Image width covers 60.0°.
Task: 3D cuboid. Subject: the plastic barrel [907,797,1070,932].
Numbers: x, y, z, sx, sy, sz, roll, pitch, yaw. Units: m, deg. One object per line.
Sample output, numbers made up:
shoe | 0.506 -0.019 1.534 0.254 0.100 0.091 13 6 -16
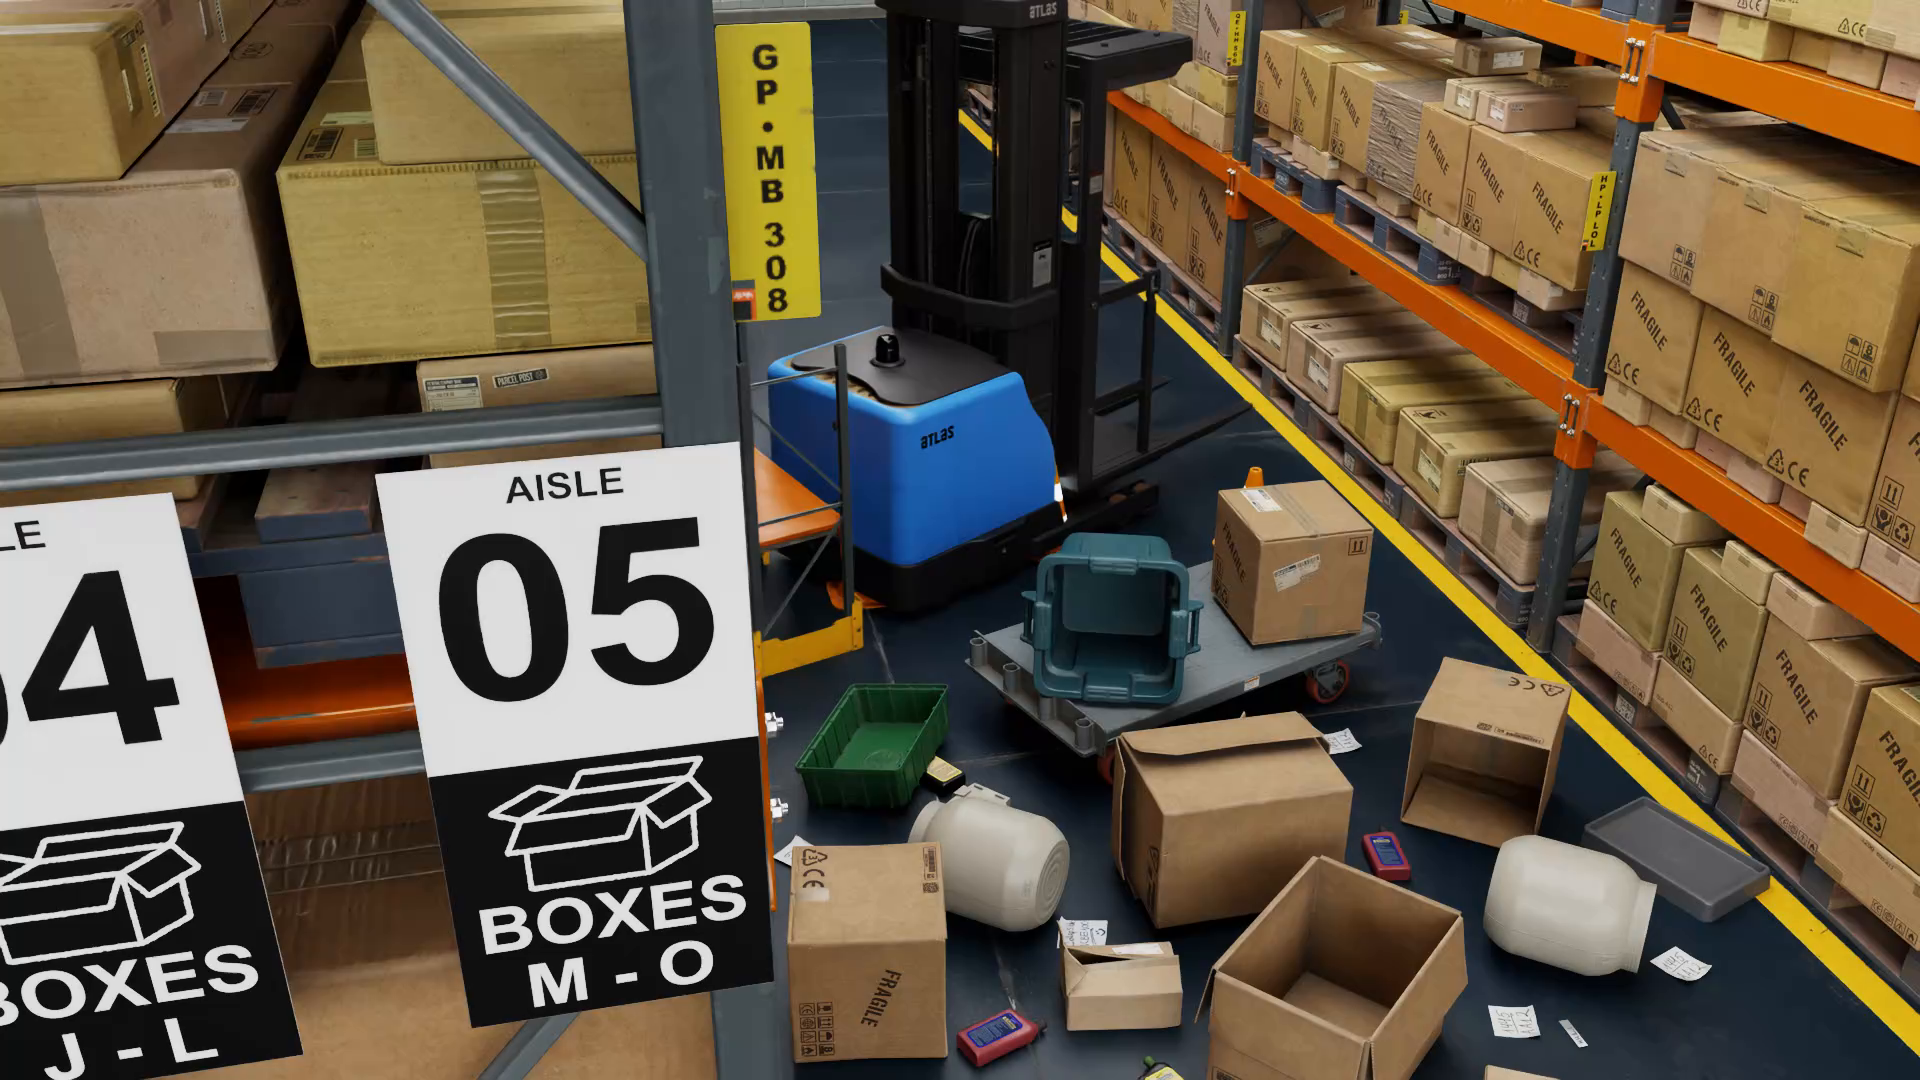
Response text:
plastic barrel | 0.099 1.157 5.987 0.512 0.421 0.421 13 30 24

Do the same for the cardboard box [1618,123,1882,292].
cardboard box | 3.036 -1.291 6.428 0.700 0.500 0.500 -6 27 -12

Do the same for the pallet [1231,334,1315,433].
pallet | 2.422 -1.050 10.596 1.003 0.211 1.213 -6 27 -12

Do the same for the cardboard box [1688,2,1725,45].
cardboard box | 2.978 -1.946 6.226 0.380 0.149 0.250 -6 27 -12

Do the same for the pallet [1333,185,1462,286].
pallet | 2.733 -1.688 8.977 1.003 0.211 1.213 -6 27 -12

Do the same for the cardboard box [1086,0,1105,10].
cardboard box | 1.306 -4.442 13.001 0.500 0.500 0.500 -6 27 -12

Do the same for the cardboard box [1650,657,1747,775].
cardboard box | 3.150 0.678 6.664 0.500 0.250 0.500 -4 27 -9

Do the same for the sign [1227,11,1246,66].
sign | 1.707 -3.097 10.272 0.100 0.325 0.005 -6 27 -12

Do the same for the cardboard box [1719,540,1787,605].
cardboard box | 3.106 0.106 6.244 0.380 0.149 0.250 -5 27 -10

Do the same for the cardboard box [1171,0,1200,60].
cardboard box | 1.752 -3.554 11.242 0.500 0.500 0.500 -5 27 -11

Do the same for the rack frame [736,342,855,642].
rack frame | -0.704 -0.108 7.299 0.500 1.500 0.032 -16 31 -28

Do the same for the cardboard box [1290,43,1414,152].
cardboard box | 2.247 -2.554 9.574 0.500 0.500 0.500 -5 27 -9

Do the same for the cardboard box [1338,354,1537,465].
cardboard box | 2.704 -0.747 9.351 0.950 0.372 0.625 -5 27 -10

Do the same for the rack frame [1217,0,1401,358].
rack frame | 2.247 -2.638 10.648 1.000 3.000 0.127 -6 27 -12

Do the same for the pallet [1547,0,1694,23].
pallet | 3.113 -2.419 7.093 1.213 0.211 1.003 -6 27 -12

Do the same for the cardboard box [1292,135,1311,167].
cardboard box | 2.187 -2.300 9.790 0.380 0.149 0.250 -8 28 -15

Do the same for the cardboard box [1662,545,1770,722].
cardboard box | 3.150 0.343 6.494 0.500 0.500 0.500 -5 27 -10

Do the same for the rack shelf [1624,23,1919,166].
rack shelf | 3.599 -1.022 4.915 1.077 0.370 4.000 -6 27 -12

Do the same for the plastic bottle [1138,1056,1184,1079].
plastic bottle | 0.650 1.738 5.238 0.133 0.061 0.283 -16 31 -29

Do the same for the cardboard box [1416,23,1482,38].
cardboard box | 5.325 -5.451 18.525 0.797 0.503 0.637 -7 28 -14

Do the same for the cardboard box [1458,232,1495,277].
cardboard box | 2.628 -1.382 7.973 0.380 0.149 0.250 -6 27 -12

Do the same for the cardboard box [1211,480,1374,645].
cardboard box | 1.421 0.090 7.177 0.500 0.500 0.500 -6 27 -12

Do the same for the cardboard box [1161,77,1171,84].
cardboard box | 1.636 -3.429 11.825 0.500 0.250 0.500 -7 28 -13

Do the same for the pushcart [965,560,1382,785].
pushcart | 0.938 0.542 7.257 1.648 0.377 0.936 -16 31 -29

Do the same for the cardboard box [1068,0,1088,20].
cardboard box | 1.170 -4.329 13.609 0.500 0.250 0.500 -7 28 -13

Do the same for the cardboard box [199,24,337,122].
cardboard box | -1.244 -0.622 2.584 0.500 0.250 0.500 -6 27 -11

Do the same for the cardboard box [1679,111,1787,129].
cardboard box | 3.387 -1.779 7.319 0.380 0.149 0.250 -6 27 -12

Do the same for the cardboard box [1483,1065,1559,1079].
cardboard box | 1.787 1.777 5.065 0.380 0.149 0.250 8 28 15

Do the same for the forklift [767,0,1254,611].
forklift | 0.438 -1.534 8.537 1.130 2.935 3.031 24 35 39

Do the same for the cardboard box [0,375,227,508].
cardboard box | -1.155 -0.150 2.090 0.380 0.149 0.250 -6 27 -12

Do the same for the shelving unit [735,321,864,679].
shelving unit | -0.977 -0.306 7.692 0.587 1.500 1.083 -16 31 -28

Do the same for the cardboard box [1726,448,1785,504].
cardboard box | 3.126 -0.268 6.230 0.380 0.149 0.250 -5 27 -10

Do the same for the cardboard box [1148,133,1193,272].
cardboard box | 1.975 -2.581 12.426 0.875 0.875 0.875 -6 27 -11

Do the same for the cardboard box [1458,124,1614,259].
cardboard box | 2.708 -1.644 7.771 0.500 0.500 0.500 -6 27 -11

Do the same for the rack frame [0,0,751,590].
rack frame | -0.750 -1.257 1.254 1.000 3.000 0.127 -6 27 -12

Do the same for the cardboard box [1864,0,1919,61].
cardboard box | 3.206 -1.619 5.137 0.500 0.250 0.500 -6 27 -11

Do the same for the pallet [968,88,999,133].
pallet | 0.701 -4.562 17.554 1.003 0.211 1.213 -6 27 -12

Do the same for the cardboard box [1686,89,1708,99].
cardboard box | 6.672 -3.908 14.752 0.380 0.149 0.250 -6 27 -11

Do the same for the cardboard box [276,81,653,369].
cardboard box | -0.609 -0.454 2.251 0.500 0.250 0.500 -6 27 -12

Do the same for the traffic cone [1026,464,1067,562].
traffic cone | 0.465 -0.178 8.588 0.336 0.463 0.334 -6 27 -12

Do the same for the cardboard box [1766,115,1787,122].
cardboard box | 6.905 -3.451 13.846 0.380 0.149 0.250 -7 28 -14

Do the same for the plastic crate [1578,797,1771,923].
plastic crate | 2.703 1.194 6.296 0.402 0.080 0.583 -16 31 -29

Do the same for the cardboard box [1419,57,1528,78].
cardboard box | 2.862 -2.384 9.238 0.500 0.500 0.500 -8 28 -15

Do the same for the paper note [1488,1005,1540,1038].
paper note | 1.852 1.604 5.552 0.148 0.019 0.142 3 27 6

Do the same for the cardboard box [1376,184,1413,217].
cardboard box | 2.456 -1.837 8.874 0.380 0.149 0.250 -5 27 -10

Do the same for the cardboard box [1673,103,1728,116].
cardboard box | 6.304 -3.619 14.179 0.380 0.149 0.250 -6 27 -12

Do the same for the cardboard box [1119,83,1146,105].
cardboard box | 1.509 -3.433 12.389 0.500 0.250 0.500 -6 27 -12

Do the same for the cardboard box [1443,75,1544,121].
cardboard box | 2.572 -2.136 8.025 0.380 0.149 0.250 -7 28 -14

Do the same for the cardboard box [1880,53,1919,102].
cardboard box | 3.215 -1.497 5.336 0.380 0.149 0.250 -7 28 -13

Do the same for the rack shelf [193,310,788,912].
rack shelf | -1.201 -0.475 3.832 1.077 0.370 4.000 -6 27 -12

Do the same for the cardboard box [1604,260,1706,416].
cardboard box | 2.976 -0.838 6.640 0.500 0.500 0.500 -6 27 -12

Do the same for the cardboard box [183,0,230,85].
cardboard box | -1.269 -0.730 2.355 0.380 0.149 0.250 -5 27 -11
